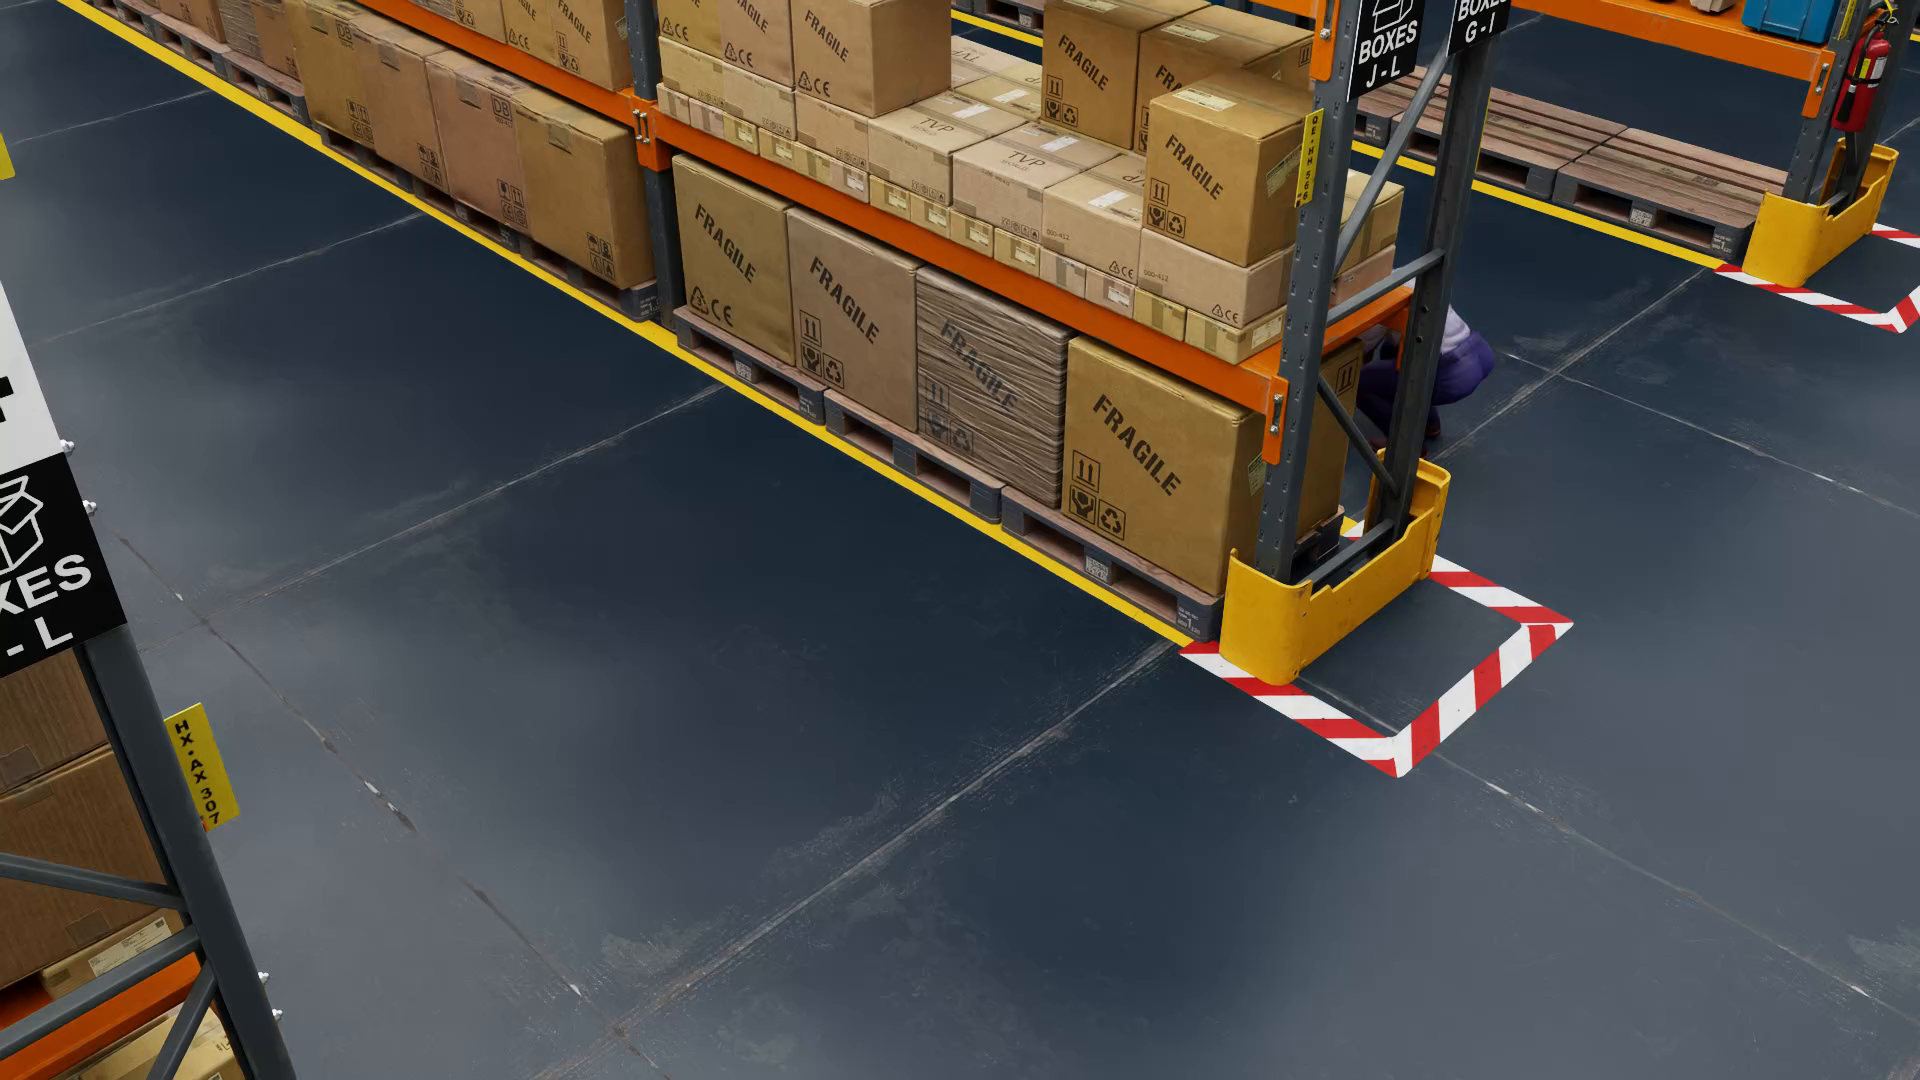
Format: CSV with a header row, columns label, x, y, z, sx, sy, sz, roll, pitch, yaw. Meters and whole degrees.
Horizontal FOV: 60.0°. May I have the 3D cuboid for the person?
label,x,y,z,sx,sy,sz,roll,pitch,yaw
person,2.137,-0.894,8.017,0.814,0.941,0.518,24,42,29
